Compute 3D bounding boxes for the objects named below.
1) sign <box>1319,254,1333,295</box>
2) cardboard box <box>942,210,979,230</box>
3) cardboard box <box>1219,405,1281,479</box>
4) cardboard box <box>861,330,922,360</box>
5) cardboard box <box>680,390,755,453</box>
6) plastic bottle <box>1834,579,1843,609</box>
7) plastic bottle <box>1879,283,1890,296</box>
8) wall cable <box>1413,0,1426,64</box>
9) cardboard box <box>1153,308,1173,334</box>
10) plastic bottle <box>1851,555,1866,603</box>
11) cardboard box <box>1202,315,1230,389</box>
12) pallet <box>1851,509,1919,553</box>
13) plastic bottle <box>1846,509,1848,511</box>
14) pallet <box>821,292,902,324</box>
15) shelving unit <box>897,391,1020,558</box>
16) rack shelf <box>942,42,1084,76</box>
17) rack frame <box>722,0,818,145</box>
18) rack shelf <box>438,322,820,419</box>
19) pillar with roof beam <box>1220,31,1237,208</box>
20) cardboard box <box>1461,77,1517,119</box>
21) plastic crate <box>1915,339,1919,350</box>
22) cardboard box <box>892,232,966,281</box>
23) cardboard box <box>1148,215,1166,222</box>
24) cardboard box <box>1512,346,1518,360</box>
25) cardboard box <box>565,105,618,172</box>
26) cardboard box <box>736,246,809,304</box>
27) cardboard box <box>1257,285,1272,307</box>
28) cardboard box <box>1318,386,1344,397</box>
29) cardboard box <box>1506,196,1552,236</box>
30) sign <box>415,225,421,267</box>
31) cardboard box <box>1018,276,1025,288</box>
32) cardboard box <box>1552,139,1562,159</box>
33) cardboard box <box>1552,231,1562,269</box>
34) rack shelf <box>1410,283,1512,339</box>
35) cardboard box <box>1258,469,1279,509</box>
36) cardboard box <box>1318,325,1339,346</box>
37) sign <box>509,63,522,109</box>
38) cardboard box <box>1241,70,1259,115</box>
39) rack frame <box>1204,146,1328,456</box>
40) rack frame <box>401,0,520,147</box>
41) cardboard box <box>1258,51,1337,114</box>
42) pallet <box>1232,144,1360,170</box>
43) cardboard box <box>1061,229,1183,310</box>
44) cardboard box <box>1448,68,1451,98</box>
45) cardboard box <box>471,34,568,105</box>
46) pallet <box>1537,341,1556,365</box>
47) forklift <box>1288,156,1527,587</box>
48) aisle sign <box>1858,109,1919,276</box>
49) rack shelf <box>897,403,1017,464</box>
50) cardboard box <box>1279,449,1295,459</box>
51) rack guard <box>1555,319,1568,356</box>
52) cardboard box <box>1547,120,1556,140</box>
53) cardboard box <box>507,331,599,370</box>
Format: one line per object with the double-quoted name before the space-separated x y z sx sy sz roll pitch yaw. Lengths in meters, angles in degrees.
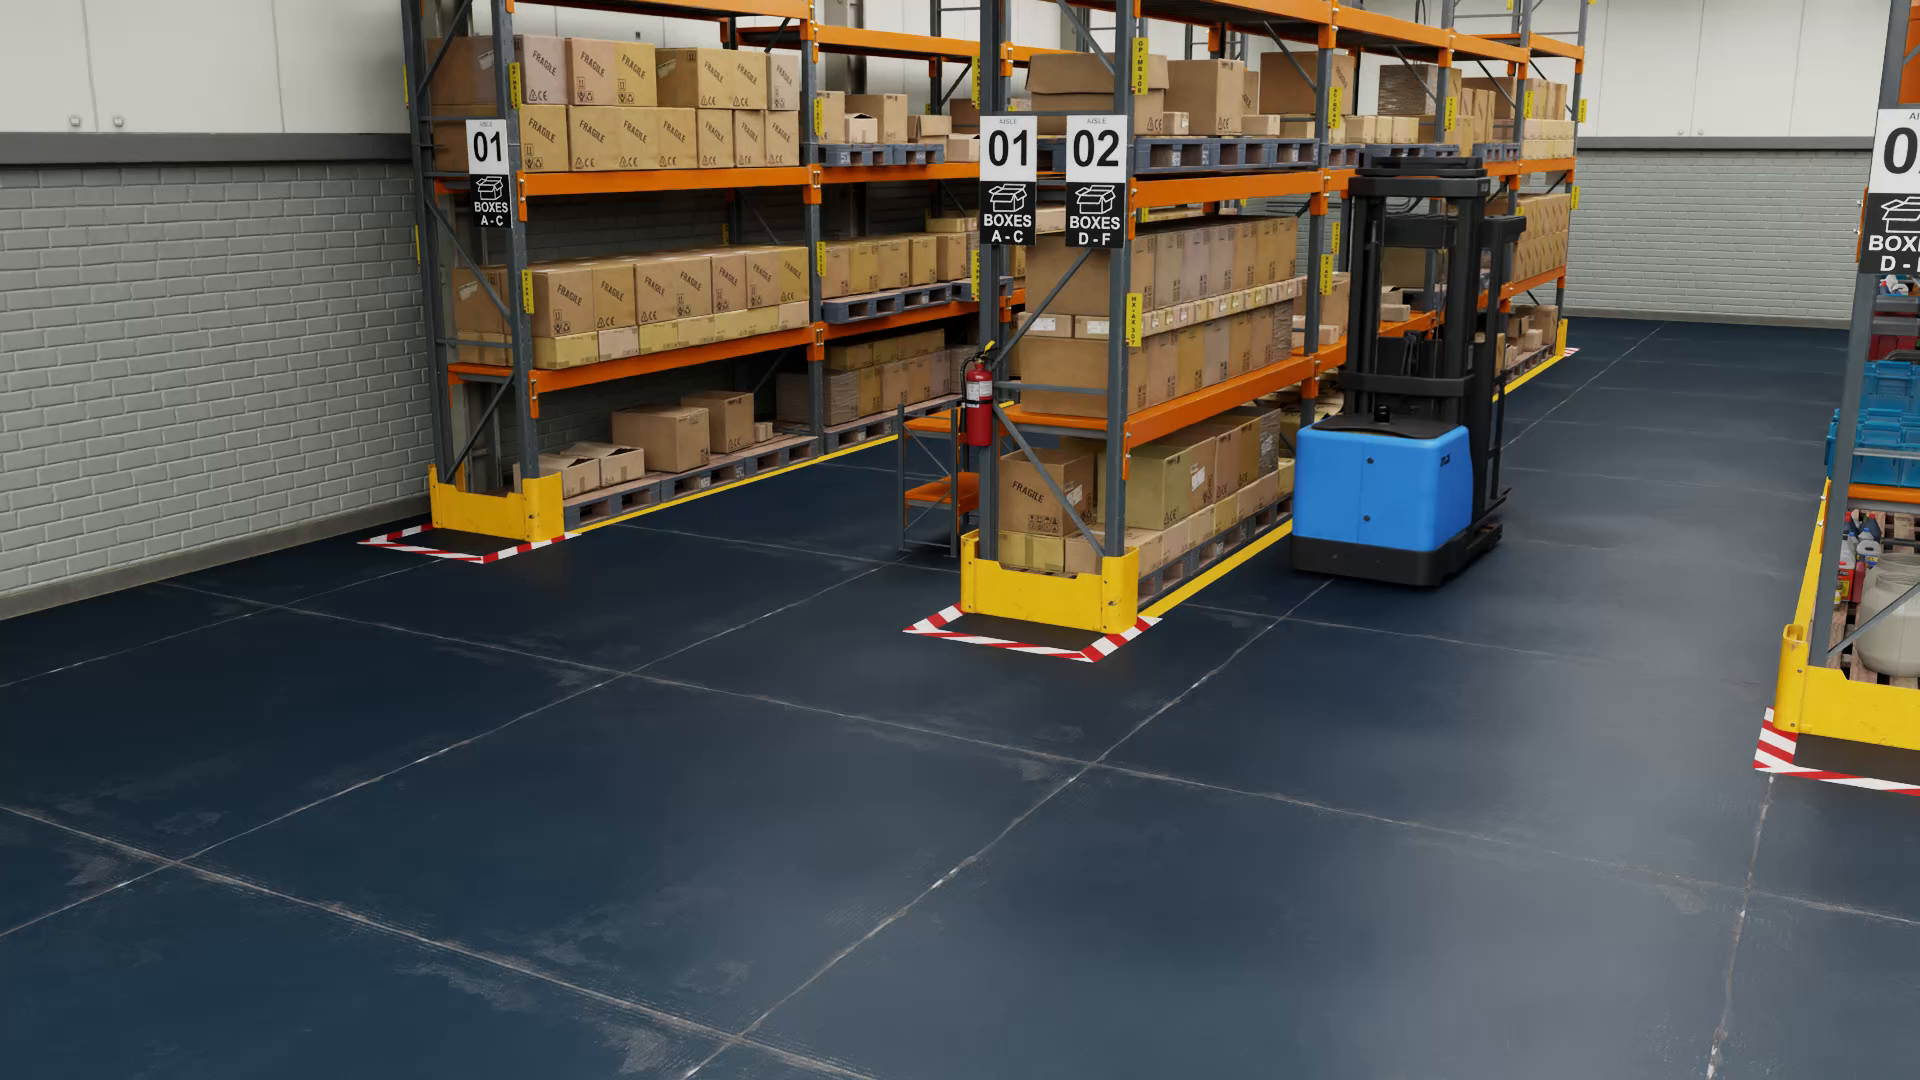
"sign" 3.009 -2.179 13.654 0.100 0.325 0.005 7 15 28
"cardboard box" 0.110 -3.853 20.124 0.500 0.250 0.500 8 16 30
"cardboard box" 2.237 -0.793 13.292 0.500 0.500 0.500 7 15 28
"cardboard box" -0.760 -2.157 18.373 0.500 0.250 0.500 7 15 28
"cardboard box" -2.283 -1.123 15.688 0.500 0.500 0.500 6 15 24
"plastic bottle" 5.427 0.321 10.334 0.097 0.201 0.097 0 14 0
"plastic bottle" 9.278 -2.410 16.736 0.144 0.351 0.185 7 15 28
"wall cable" 9.400 -9.480 29.004 3.097 2.526 0.112 7 15 28
"cardboard box" 1.214 -1.487 11.202 0.380 0.149 0.250 7 15 28
"plastic bottle" 5.666 0.244 10.477 0.061 0.283 0.133 7 15 28
"cardboard box" 1.571 -1.422 12.318 0.700 0.500 0.500 8 16 30
"pallet" 7.202 -0.030 12.706 1.003 0.211 1.213 7 15 28
"plastic bottle" 6.318 -0.092 11.896 0.097 0.271 0.097 0 14 0
"pallet" -1.319 -2.389 16.953 1.003 0.211 1.213 7 15 28
"shelving unit" 0.003 -0.548 12.907 0.538 1.125 1.048 7 15 28
"rack shelf" 1.084 -5.945 20.883 1.077 0.370 4.000 7 15 28
"rack frame" -1.816 -5.259 15.646 1.000 3.000 0.127 7 15 28
"rack shelf" -2.783 -1.582 14.731 1.077 0.370 4.000 7 15 28
"pillar with roof beam" 8.301 -7.885 26.539 9.100 9.000 0.400 7 15 28
"cardboard box" 6.591 -5.520 20.783 0.700 0.500 0.500 7 15 28
"plastic crate" 7.451 -1.506 13.332 0.450 0.188 0.662 7 15 28
"cardboard box" -0.347 -3.210 18.796 0.700 0.500 0.500 6 15 23
"cardboard box" 2.328 -4.239 23.576 0.980 0.700 0.700 8 16 29
"cardboard box" 7.191 -2.500 22.109 0.380 0.166 0.250 7 15 28
"cardboard box" -3.079 -3.185 13.186 0.500 0.500 0.500 9 16 32
"cardboard box" -1.774 -2.512 15.728 0.500 0.500 0.500 7 15 28
"cardboard box" 2.206 -1.907 12.947 0.380 0.149 0.250 7 15 28
"cardboard box" 3.682 -1.294 15.775 0.500 0.311 0.500 8 16 30
"cardboard box" 7.610 -4.340 22.288 0.500 0.500 0.500 8 16 30
"sign" -4.226 -2.305 13.050 0.100 0.325 0.005 7 15 28
"cardboard box" 0.609 -3.142 20.161 0.380 0.149 0.250 8 16 29
"cardboard box" 7.824 -5.288 22.489 0.500 0.250 0.500 7 15 28
"cardboard box" 8.097 -4.063 23.272 0.500 0.500 0.500 8 15 29
"rack shelf" 5.422 -2.663 19.214 1.077 0.370 4.000 7 15 28
"cardboard box" 2.239 -0.428 13.379 0.500 0.250 0.500 7 15 28
"cardboard box" 3.129 -1.818 14.711 0.380 0.149 0.250 7 15 28
"sign" -3.275 -3.343 12.236 0.100 0.325 0.005 7 15 28
"cardboard box" 2.048 -3.487 13.290 0.500 0.500 0.500 9 16 33
"rack frame" 2.522 -1.782 14.024 1.000 3.000 0.127 7 15 28
"rack frame" -3.750 -4.438 12.242 1.000 3.000 0.127 7 15 28
"cardboard box" 2.855 -3.858 14.059 0.500 0.500 0.500 8 15 29
"pallet" 2.937 -3.329 14.451 0.805 0.209 1.217 7 15 26
"cardboard box" 1.100 -1.854 11.342 0.700 0.500 0.500 7 15 27
"cardboard box" 4.919 -4.789 17.750 0.500 0.500 0.500 7 15 28
"cardboard box" -3.351 -3.576 12.676 0.500 0.500 0.500 6 15 24
"pallet" 7.902 -2.709 23.819 1.003 0.211 1.213 7 15 28
"forklift" 3.549 -1.397 12.572 1.130 2.935 3.031 8 16 30
"aisle sign" 4.628 -1.682 8.062 0.394 0.787 0.004 7 15 28
"rack shelf" 0.003 -0.833 12.839 0.538 0.278 1.000 7 15 28
"cardboard box" 2.934 -0.704 14.524 0.500 0.250 0.500 7 15 27
"rack guard" 8.286 -3.013 24.464 1.175 0.500 0.348 7 15 28
"cardboard box" 7.575 -5.430 22.008 0.500 0.250 0.500 7 15 28
"cardboard box" -3.236 -1.523 13.226 0.500 0.250 0.500 7 15 26
